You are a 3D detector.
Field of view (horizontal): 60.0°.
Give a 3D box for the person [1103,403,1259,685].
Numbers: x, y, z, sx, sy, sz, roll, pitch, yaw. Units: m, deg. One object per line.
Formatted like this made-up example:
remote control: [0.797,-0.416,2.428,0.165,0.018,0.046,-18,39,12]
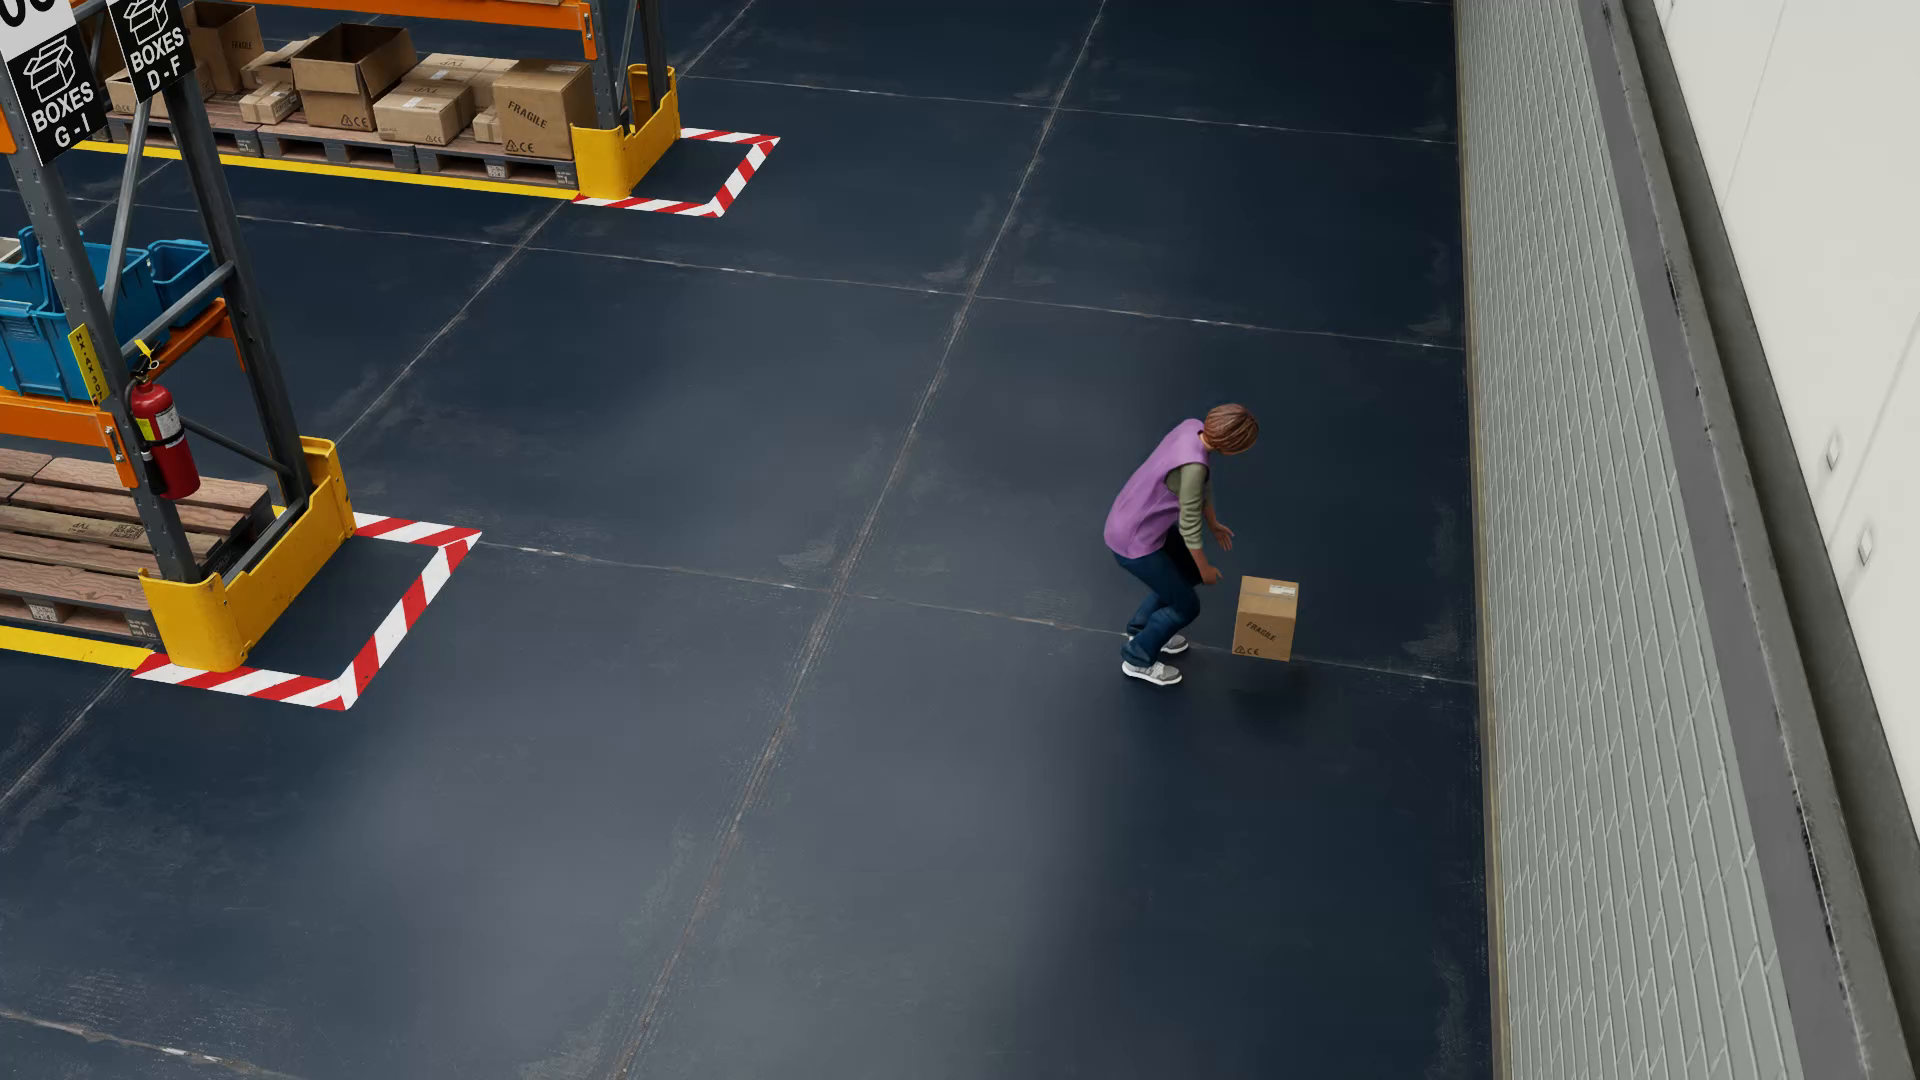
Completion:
person: [0.924,-0.009,7.185,0.601,1.361,0.460,8,38,10]
